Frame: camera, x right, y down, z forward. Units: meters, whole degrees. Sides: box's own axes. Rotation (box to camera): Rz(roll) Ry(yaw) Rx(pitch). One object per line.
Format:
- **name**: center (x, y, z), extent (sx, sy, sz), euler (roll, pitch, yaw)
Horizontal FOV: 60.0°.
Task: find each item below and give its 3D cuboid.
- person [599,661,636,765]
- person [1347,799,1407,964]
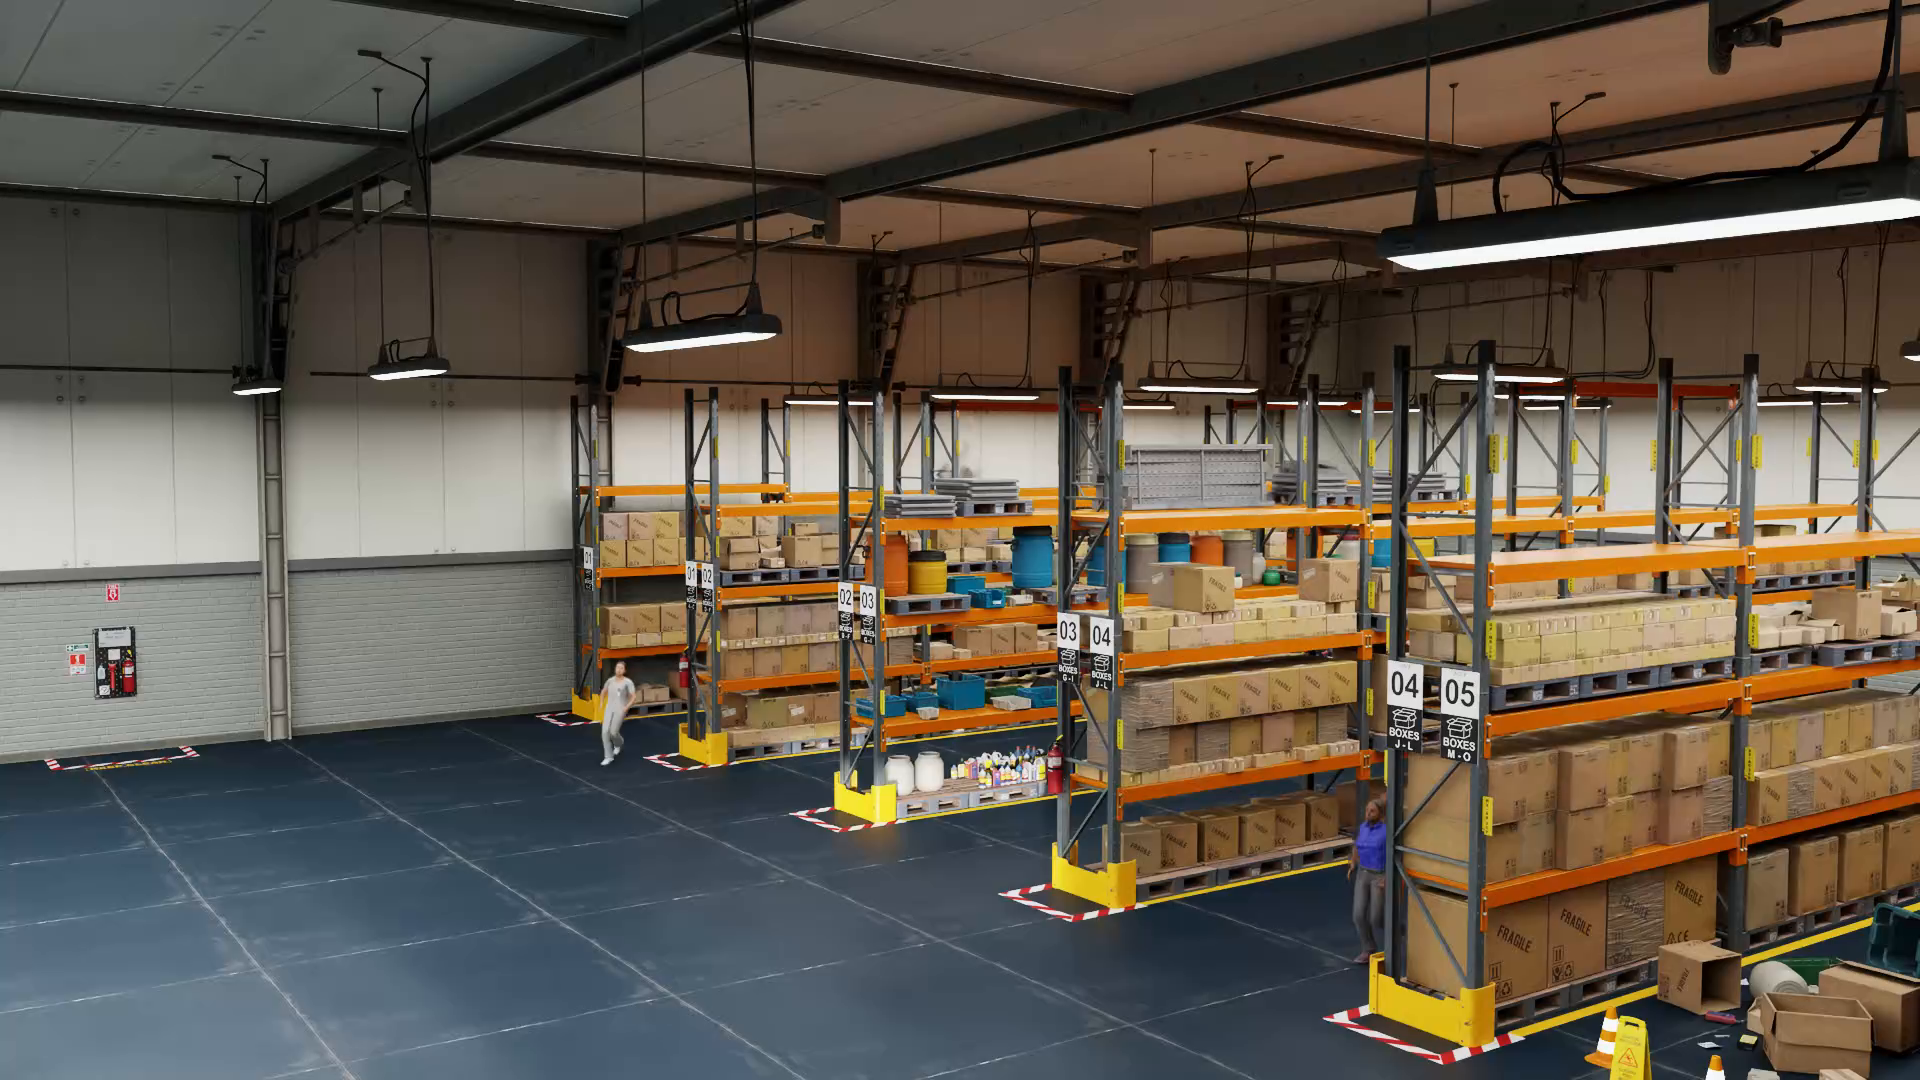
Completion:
- **person**: center (-5.512, 2.767, 26.653), extent (0.609, 1.625, 0.521), euler (1, 4, 14)
- **person**: center (4.158, 3.362, 16.524), extent (0.633, 1.611, 0.617), euler (-3, 4, -40)
